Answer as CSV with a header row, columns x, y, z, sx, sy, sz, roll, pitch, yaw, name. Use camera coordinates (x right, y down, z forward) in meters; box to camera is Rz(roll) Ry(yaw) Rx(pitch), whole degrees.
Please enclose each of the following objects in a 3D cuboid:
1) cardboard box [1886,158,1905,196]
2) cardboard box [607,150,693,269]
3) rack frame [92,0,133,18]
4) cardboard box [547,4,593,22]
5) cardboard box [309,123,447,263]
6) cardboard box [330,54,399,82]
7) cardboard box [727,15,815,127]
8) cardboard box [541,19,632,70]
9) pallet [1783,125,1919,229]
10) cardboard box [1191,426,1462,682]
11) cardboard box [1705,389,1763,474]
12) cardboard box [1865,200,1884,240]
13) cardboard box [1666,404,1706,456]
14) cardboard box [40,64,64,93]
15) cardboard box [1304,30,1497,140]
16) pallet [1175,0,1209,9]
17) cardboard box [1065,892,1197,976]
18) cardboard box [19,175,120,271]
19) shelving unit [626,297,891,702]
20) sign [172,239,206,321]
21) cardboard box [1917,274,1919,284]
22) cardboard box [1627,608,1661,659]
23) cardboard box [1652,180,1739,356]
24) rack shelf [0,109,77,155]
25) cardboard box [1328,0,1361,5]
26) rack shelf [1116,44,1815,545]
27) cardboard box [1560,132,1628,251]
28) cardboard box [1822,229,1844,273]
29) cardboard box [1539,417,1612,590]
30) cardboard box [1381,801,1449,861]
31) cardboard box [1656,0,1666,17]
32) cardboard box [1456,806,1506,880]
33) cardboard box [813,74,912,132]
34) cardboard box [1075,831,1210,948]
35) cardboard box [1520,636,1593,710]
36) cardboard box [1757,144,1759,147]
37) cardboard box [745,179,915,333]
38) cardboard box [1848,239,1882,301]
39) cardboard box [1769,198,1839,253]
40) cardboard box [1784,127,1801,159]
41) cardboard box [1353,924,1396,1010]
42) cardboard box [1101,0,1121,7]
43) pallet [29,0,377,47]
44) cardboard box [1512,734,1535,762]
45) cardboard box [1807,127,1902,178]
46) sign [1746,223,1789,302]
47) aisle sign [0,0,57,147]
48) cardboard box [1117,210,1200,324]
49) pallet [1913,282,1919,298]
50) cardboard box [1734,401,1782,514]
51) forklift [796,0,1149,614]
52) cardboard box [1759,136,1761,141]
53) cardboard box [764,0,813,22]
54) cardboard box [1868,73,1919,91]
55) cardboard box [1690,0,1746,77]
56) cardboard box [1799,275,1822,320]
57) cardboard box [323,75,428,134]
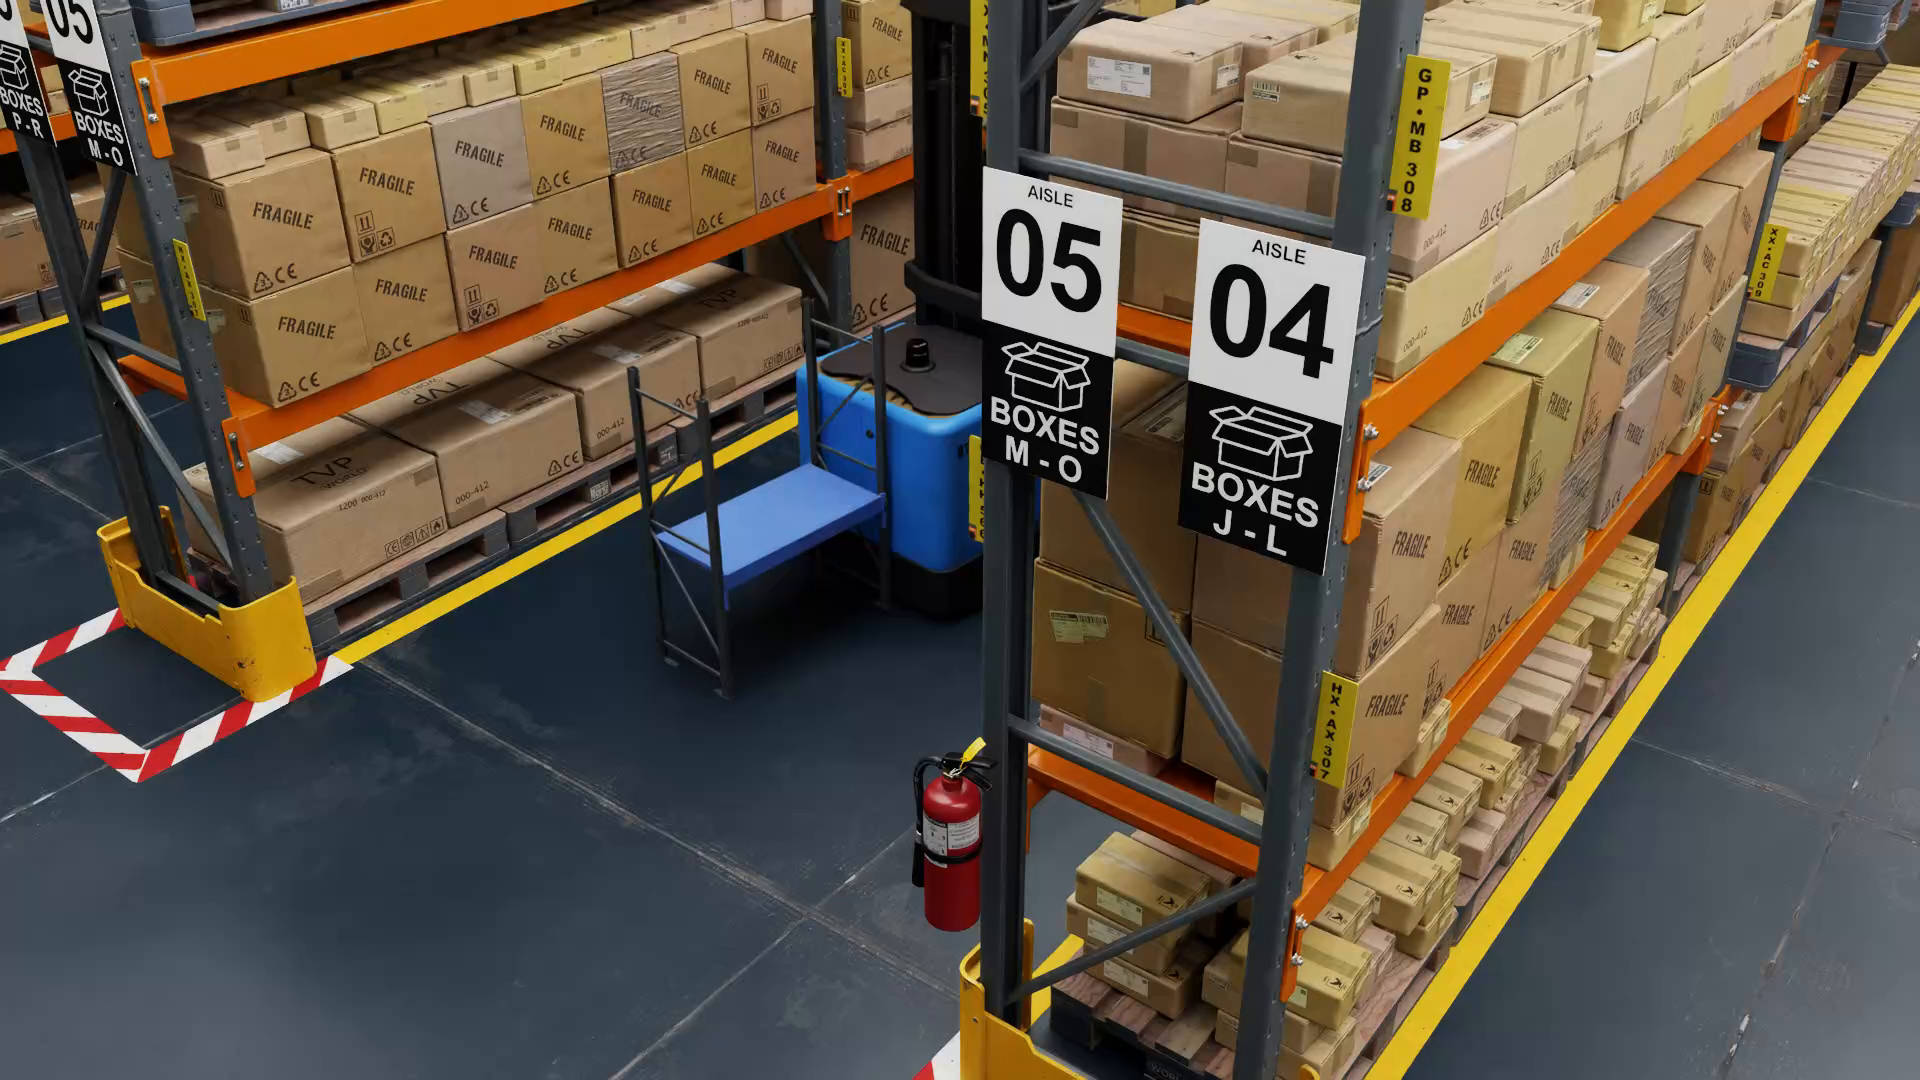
x,y,z,sx,sy,sz,roll,pitch,yaw,name
4.614,-1.905,8.565,0.380,0.149,0.250,22,37,32,cardboard box
-1.770,-1.783,8.718,0.500,0.500,0.500,21,36,31,cardboard box
-3.510,-3.382,5.630,1.000,3.000,0.127,21,37,31,rack frame
-2.138,-2.723,8.688,0.380,0.149,0.250,20,36,30,cardboard box
-2.687,-1.594,7.418,0.500,0.500,0.500,20,36,30,cardboard box
-2.831,-2.176,7.765,0.380,0.149,0.250,21,36,31,cardboard box
-1.160,-2.623,9.155,0.500,0.500,0.500,21,36,31,cardboard box
-1.850,-2.456,8.237,0.380,0.149,0.250,20,36,30,cardboard box
4.981,-2.165,9.650,1.213,0.211,1.003,21,37,31,pallet
0.980,-0.021,4.472,0.500,0.500,0.500,21,36,31,cardboard box
3.568,-0.591,8.110,0.500,0.250,0.500,19,36,29,cardboard box
4.455,-1.670,8.459,0.380,0.149,0.250,19,36,29,cardboard box
2.857,-0.510,6.915,0.380,0.149,0.250,20,36,30,cardboard box
-6.082,-3.119,10.925,0.500,0.250,0.500,20,36,30,cardboard box
1.042,-1.091,3.972,0.380,0.149,0.250,23,38,33,cardboard box
1.664,-4.293,13.239,1.213,0.211,1.003,21,37,31,pallet
0.588,1.297,5.712,0.380,0.149,0.250,20,36,30,cardboard box
-6.079,-2.171,11.512,0.500,0.500,0.500,22,37,32,cardboard box
-0.876,-0.197,7.612,0.538,1.500,1.048,25,39,35,shelving unit
-3.071,-1.034,6.626,0.100,0.325,0.005,21,37,31,sign
6.291,-2.359,11.584,1.050,0.750,0.750,22,37,32,cardboard box
2.947,0.365,7.576,0.380,0.149,0.250,22,37,32,cardboard box
2.536,-1.060,6.225,0.500,0.500,0.500,20,36,30,cardboard box
-6.263,-2.831,11.290,1.077,0.370,4.000,21,37,31,rack shelf
0.918,-1.472,4.615,0.380,0.149,0.250,22,37,32,cardboard box
1.704,-1.113,5.449,1.077,0.370,4.000,21,37,31,rack shelf
1.594,-1.074,4.826,0.500,0.250,0.500,20,36,30,cardboard box
3.827,-1.375,7.670,0.380,0.149,0.250,22,37,32,cardboard box
1.900,-0.217,5.784,0.500,0.500,0.500,20,36,30,cardboard box
1.493,1.024,5.880,0.380,0.149,0.250,19,36,29,cardboard box
1.835,-1.615,4.856,0.380,0.149,0.250,23,37,33,cardboard box
1.845,1.100,6.336,0.380,0.149,0.250,19,36,29,cardboard box
-0.605,-2.669,9.969,0.500,0.250,0.500,20,36,30,cardboard box
0.615,1.178,5.621,0.380,0.149,0.250,22,37,32,cardboard box
2.329,0.509,6.749,0.380,0.149,0.250,19,36,29,cardboard box
4.098,-2.112,8.915,0.380,0.149,0.250,21,36,31,cardboard box
-0.785,-1.970,10.804,0.875,0.875,0.875,22,37,33,cardboard box
5.122,-1.640,9.879,0.500,0.250,0.500,20,36,30,cardboard box
3.680,-1.407,7.433,0.380,0.149,0.250,22,37,33,cardboard box
4.571,-2.304,9.531,0.380,0.149,0.250,23,38,34,cardboard box
1.228,1.371,5.587,0.380,0.149,0.250,21,37,31,cardboard box
0.912,-4.024,11.519,0.500,0.500,0.500,22,37,32,cardboard box
-3.071,-2.358,6.932,1.003,0.211,1.213,21,37,31,pallet
2.128,0.711,6.700,0.380,0.149,0.250,19,36,29,cardboard box
4.456,-1.928,8.312,0.380,0.149,0.250,22,37,33,cardboard box
3.349,-1.153,6.904,0.100,0.325,0.005,21,37,31,sign
-3.801,-1.986,6.608,0.394,0.787,0.004,21,37,31,aisle sign
0.561,-0.811,4.381,0.500,0.250,0.500,20,36,30,cardboard box
6.599,-2.162,12.191,1.003,0.211,1.213,21,37,31,pallet
3.887,-0.484,8.665,0.500,0.500,0.500,23,38,33,cardboard box
0.550,-1.567,8.520,1.130,2.935,3.031,25,39,35,forklift
4.101,-2.236,8.832,0.380,0.149,0.250,22,37,33,cardboard box
-1.028,-2.956,9.081,0.380,0.149,0.250,20,36,30,cardboard box
5.242,-2.457,9.205,0.380,0.149,0.250,21,36,31,cardboard box
2.201,-1.698,5.388,0.500,0.250,0.500,23,38,33,cardboard box
3.679,-1.150,7.583,0.380,0.149,0.250,22,37,32,cardboard box
-2.581,-1.924,7.339,0.380,0.149,0.250,20,36,30,cardboard box
